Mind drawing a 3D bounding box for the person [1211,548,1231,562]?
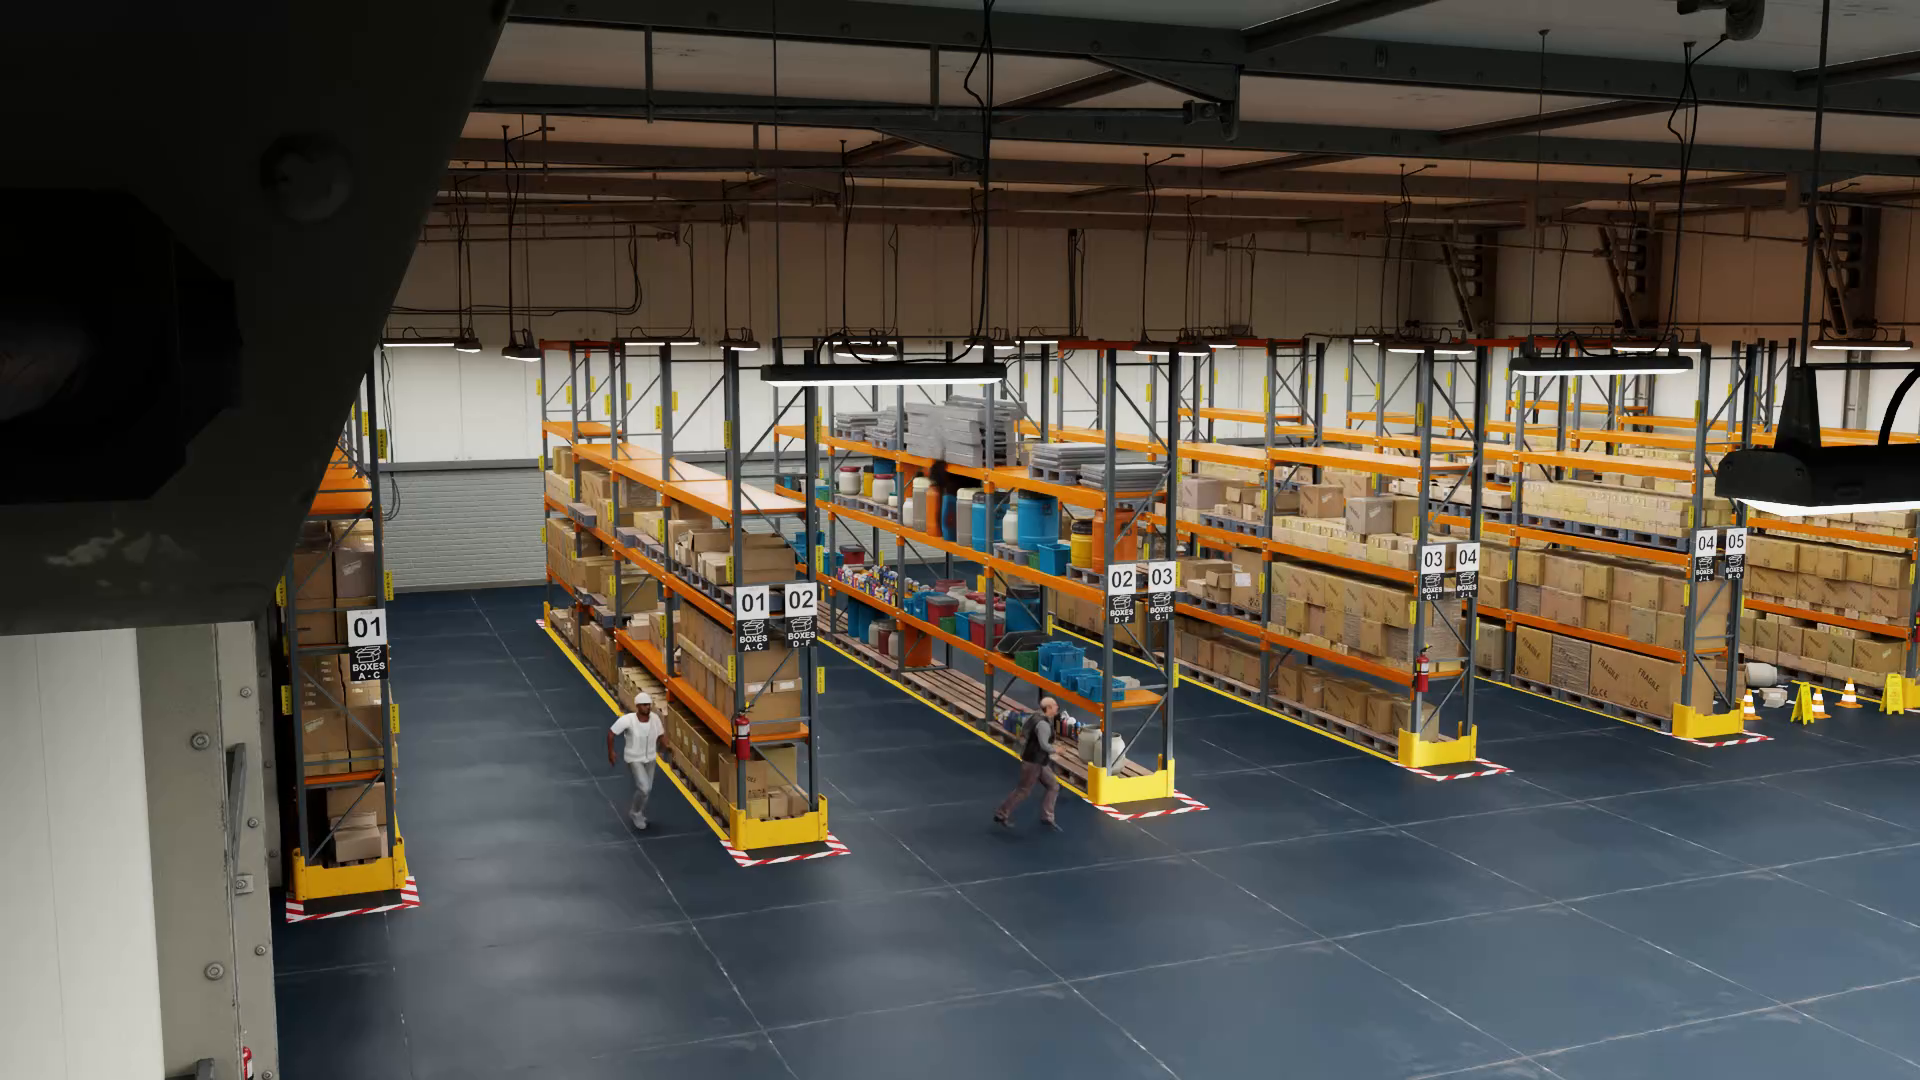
[{"bbox_3d":[6.701,-0.053,42.819,0.776,1.716,0.559,-5,9,-33],"label":"person"}]

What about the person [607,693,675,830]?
[{"bbox_3d":[-3.985,2.769,20.866,0.689,1.735,0.759,-7,10,-43],"label":"person"}]

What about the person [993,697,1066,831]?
[{"bbox_3d":[0.868,2.817,20.788,0.903,1.731,0.674,0,7,0],"label":"person"}]

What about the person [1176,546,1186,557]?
[{"bbox_3d":[4.588,0.991,34.421,0.666,1.739,0.603,-3,8,-24],"label":"person"}]
